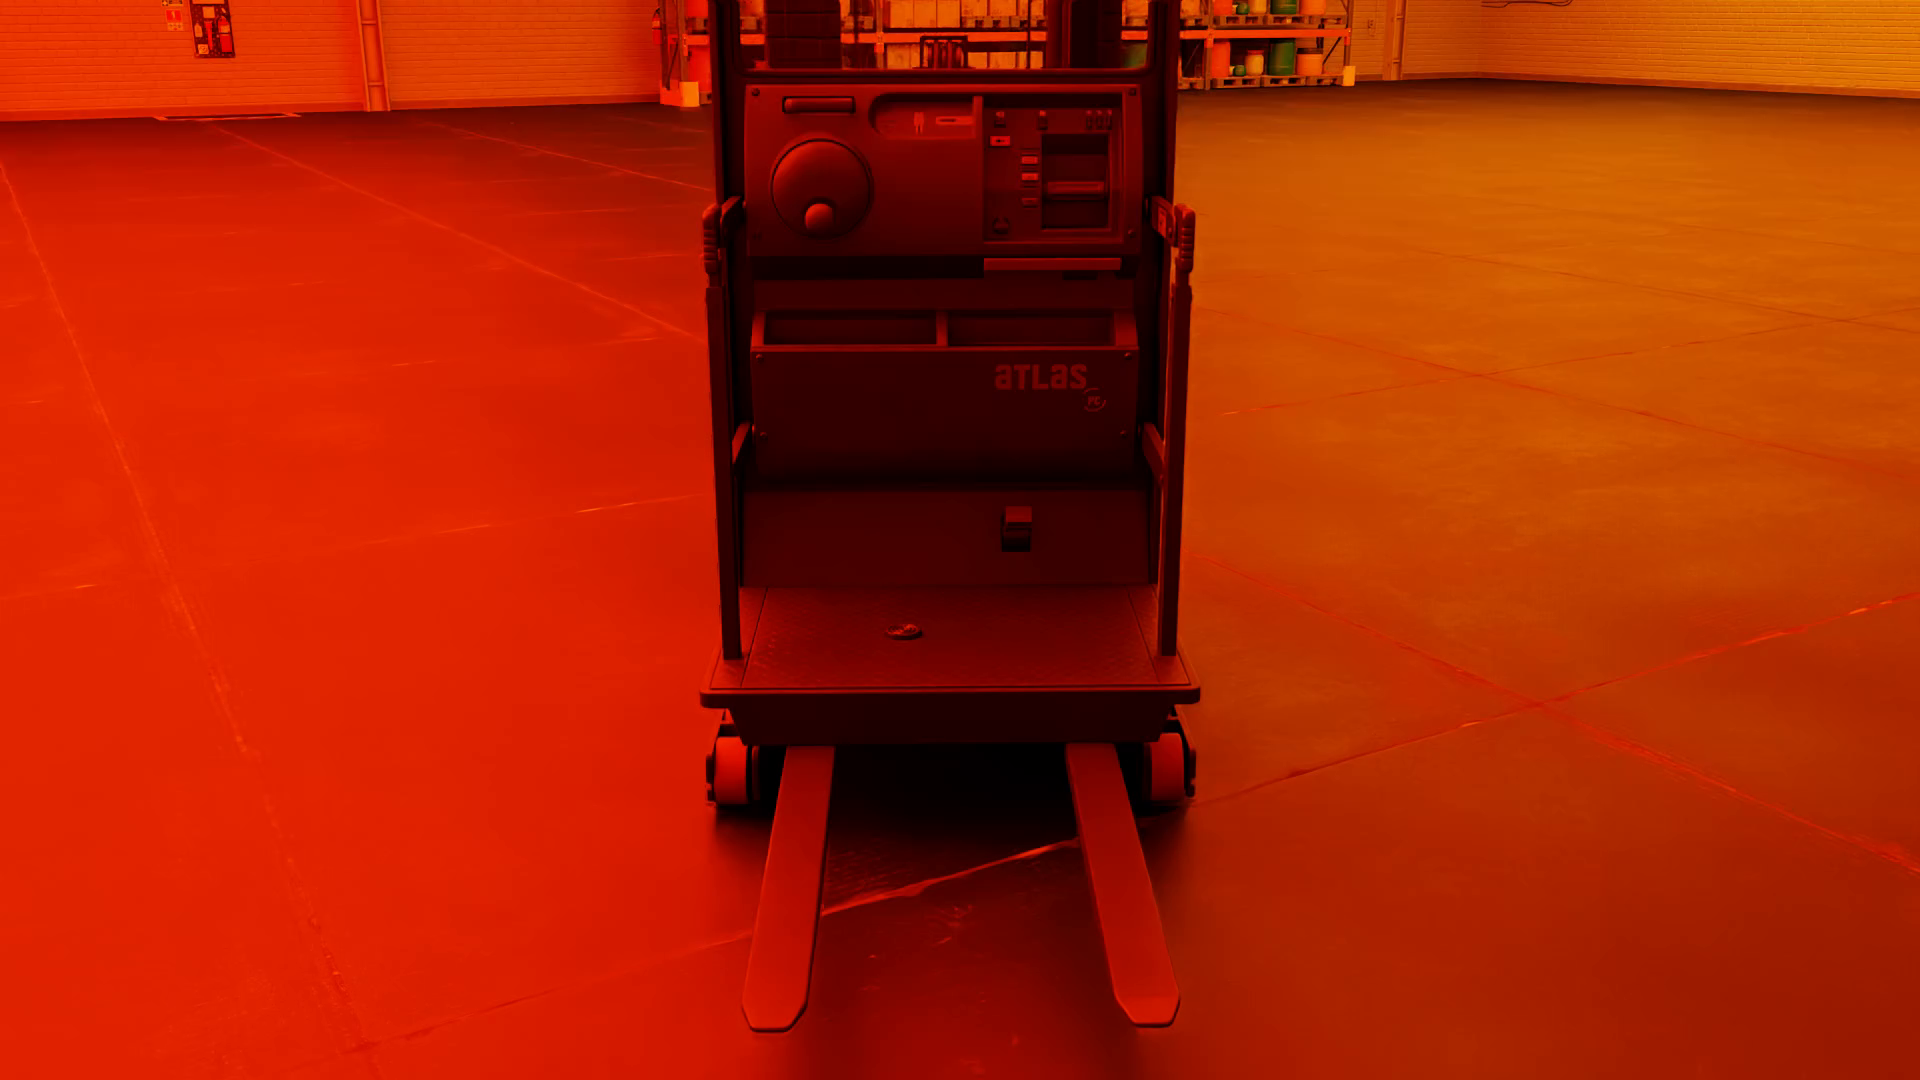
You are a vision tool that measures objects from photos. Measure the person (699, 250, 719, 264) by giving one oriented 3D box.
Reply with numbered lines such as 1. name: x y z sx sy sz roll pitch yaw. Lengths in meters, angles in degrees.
1. person: -0.470 -0.563 5.136 0.752 1.458 0.774 15 23 40

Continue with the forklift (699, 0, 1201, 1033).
1. forklift: -0.030 -0.875 3.697 1.130 2.935 3.031 0 18 -1
